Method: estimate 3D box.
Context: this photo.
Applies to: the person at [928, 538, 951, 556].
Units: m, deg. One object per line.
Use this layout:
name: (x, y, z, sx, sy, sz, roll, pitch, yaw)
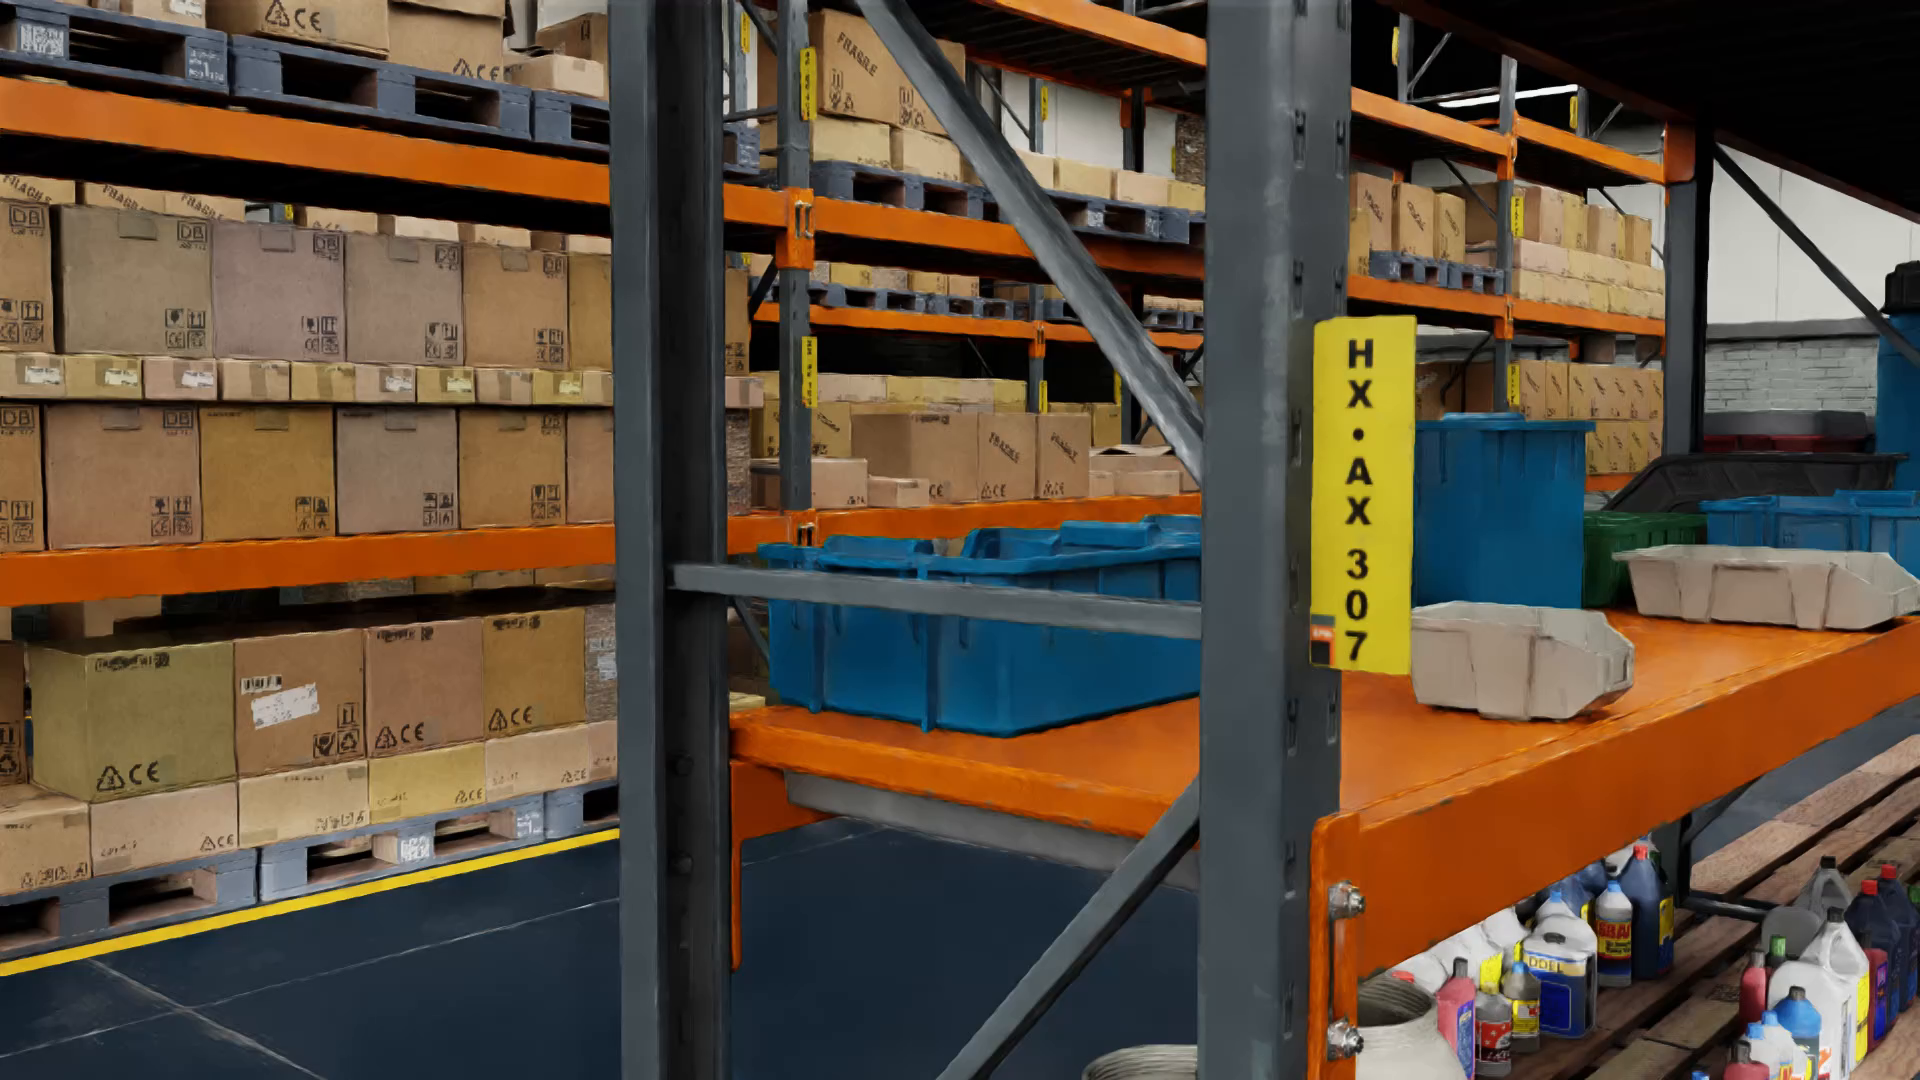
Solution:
person: (-0.262, -0.023, 14.213, 0.600, 1.559, 0.435, 3, 5, 41)
